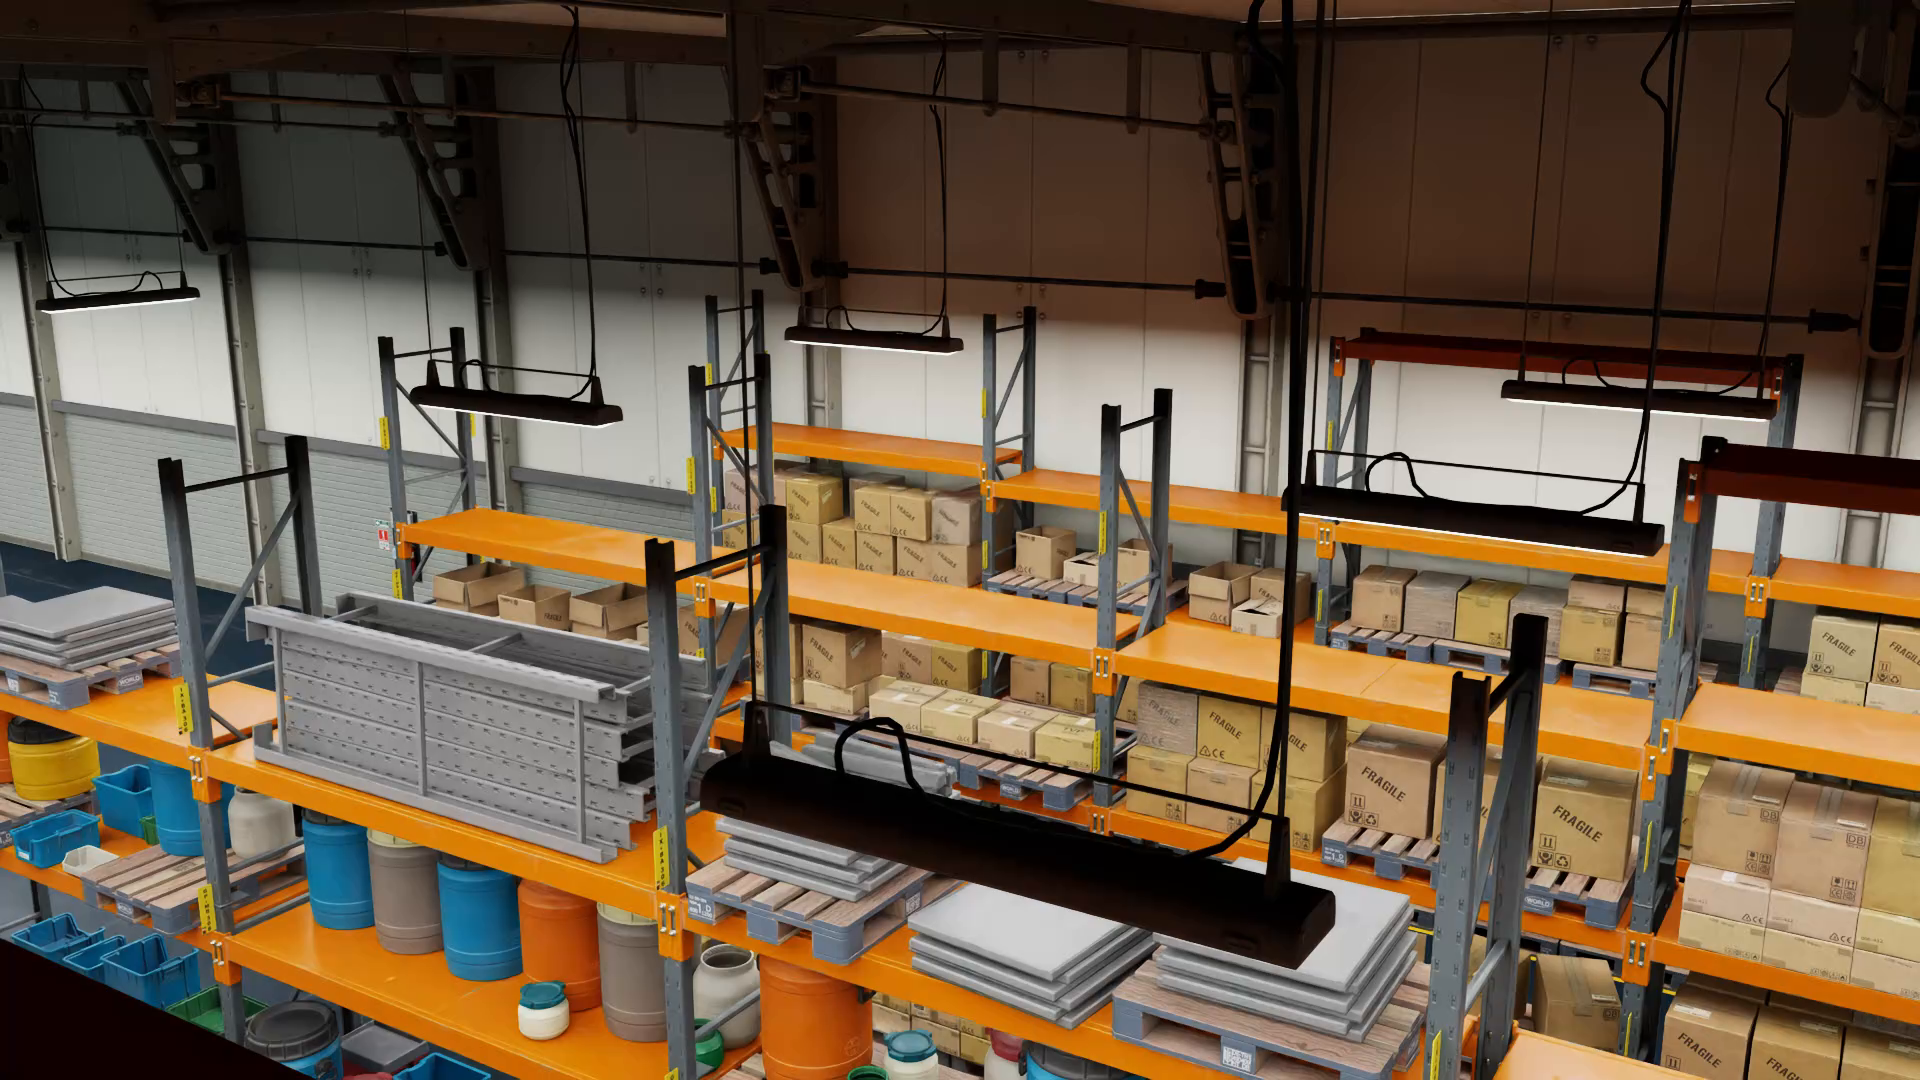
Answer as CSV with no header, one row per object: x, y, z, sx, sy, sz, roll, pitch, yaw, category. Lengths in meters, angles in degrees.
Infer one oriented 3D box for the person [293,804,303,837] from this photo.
-6.978,2.977,17.698,0.558,1.721,0.753,-8,16,-30,person
